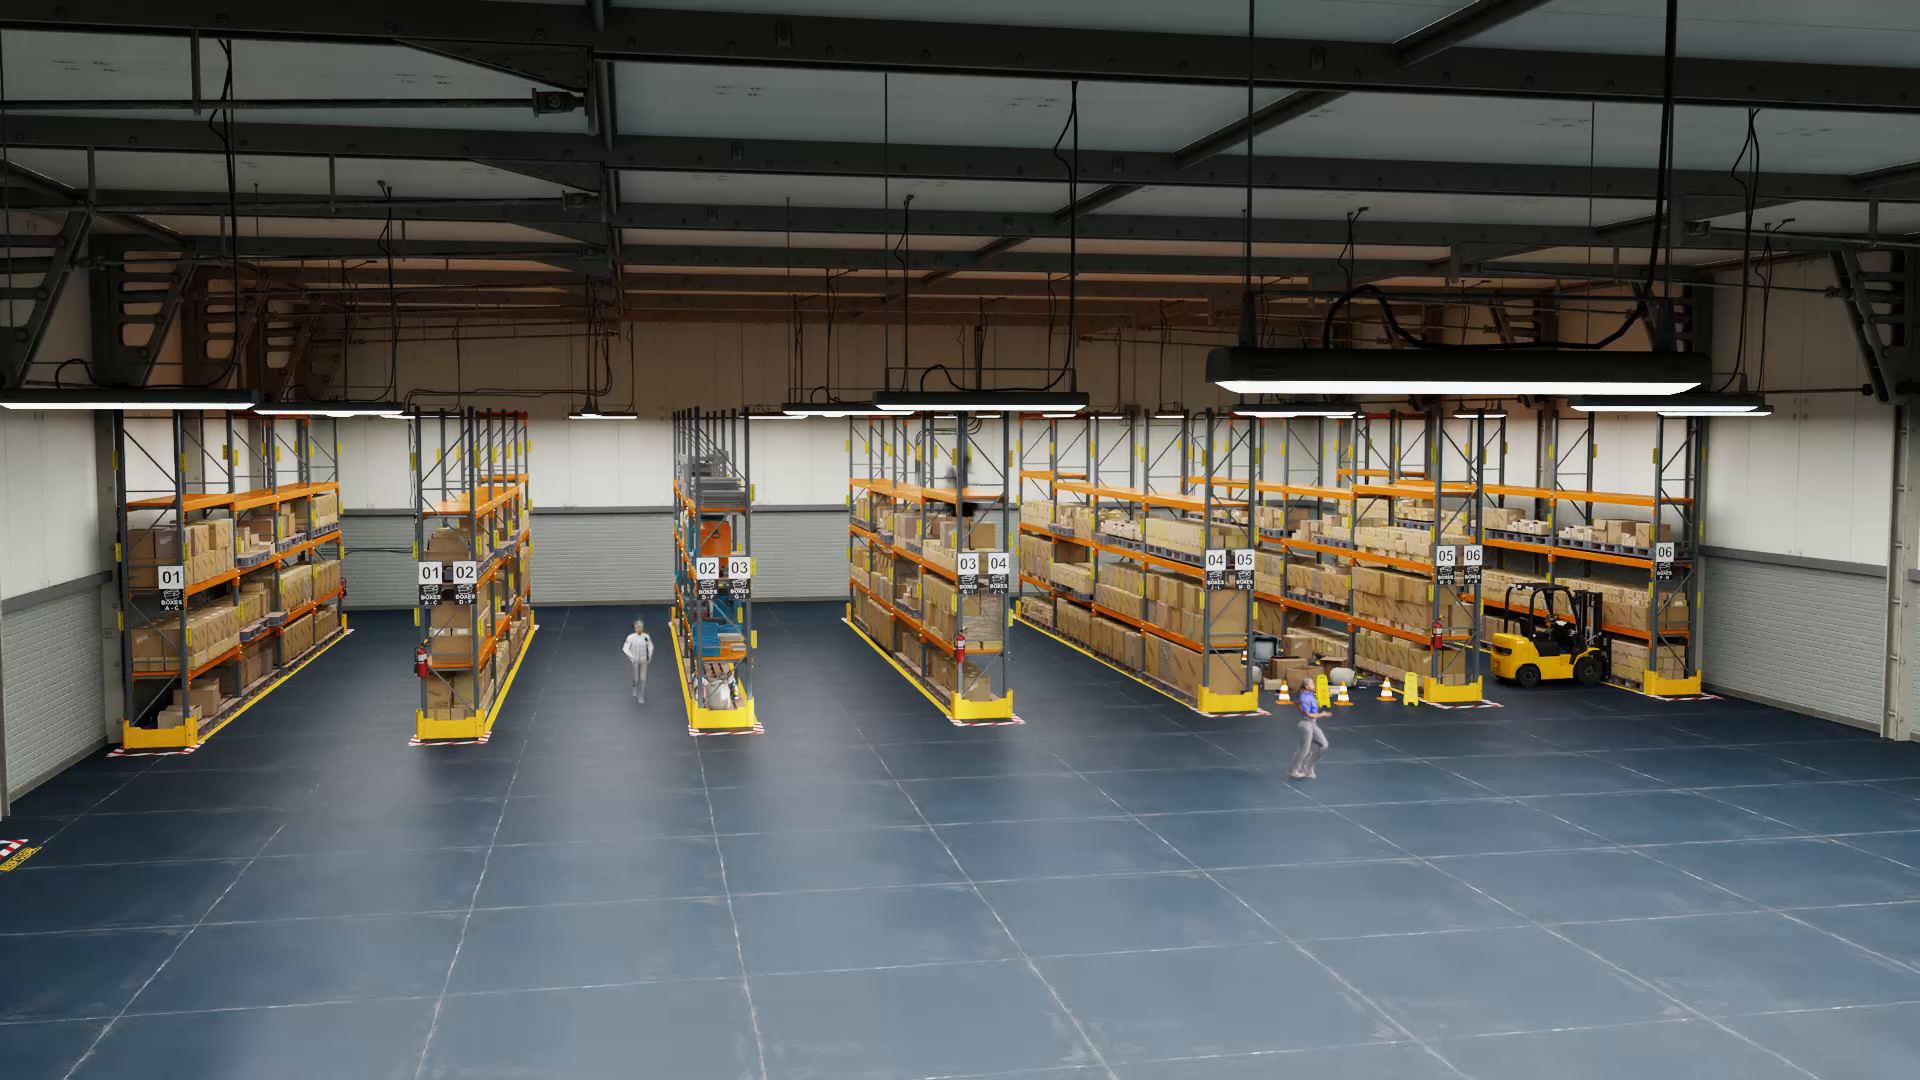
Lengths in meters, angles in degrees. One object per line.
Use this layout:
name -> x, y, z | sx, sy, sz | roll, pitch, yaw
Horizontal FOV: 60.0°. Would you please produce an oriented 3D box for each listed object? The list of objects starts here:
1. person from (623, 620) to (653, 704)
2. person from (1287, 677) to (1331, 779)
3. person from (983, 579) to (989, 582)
person -> -6.574, 2.474, 34.024 | 0.623, 1.688, 0.773 | -1, 4, -18
person -> 5.583, 3.012, 26.559 | 0.688, 1.664, 0.544 | 2, 5, 26
person -> 0.572, 1.513, 47.742 | 0.602, 1.627, 0.886 | 0, 4, 7
